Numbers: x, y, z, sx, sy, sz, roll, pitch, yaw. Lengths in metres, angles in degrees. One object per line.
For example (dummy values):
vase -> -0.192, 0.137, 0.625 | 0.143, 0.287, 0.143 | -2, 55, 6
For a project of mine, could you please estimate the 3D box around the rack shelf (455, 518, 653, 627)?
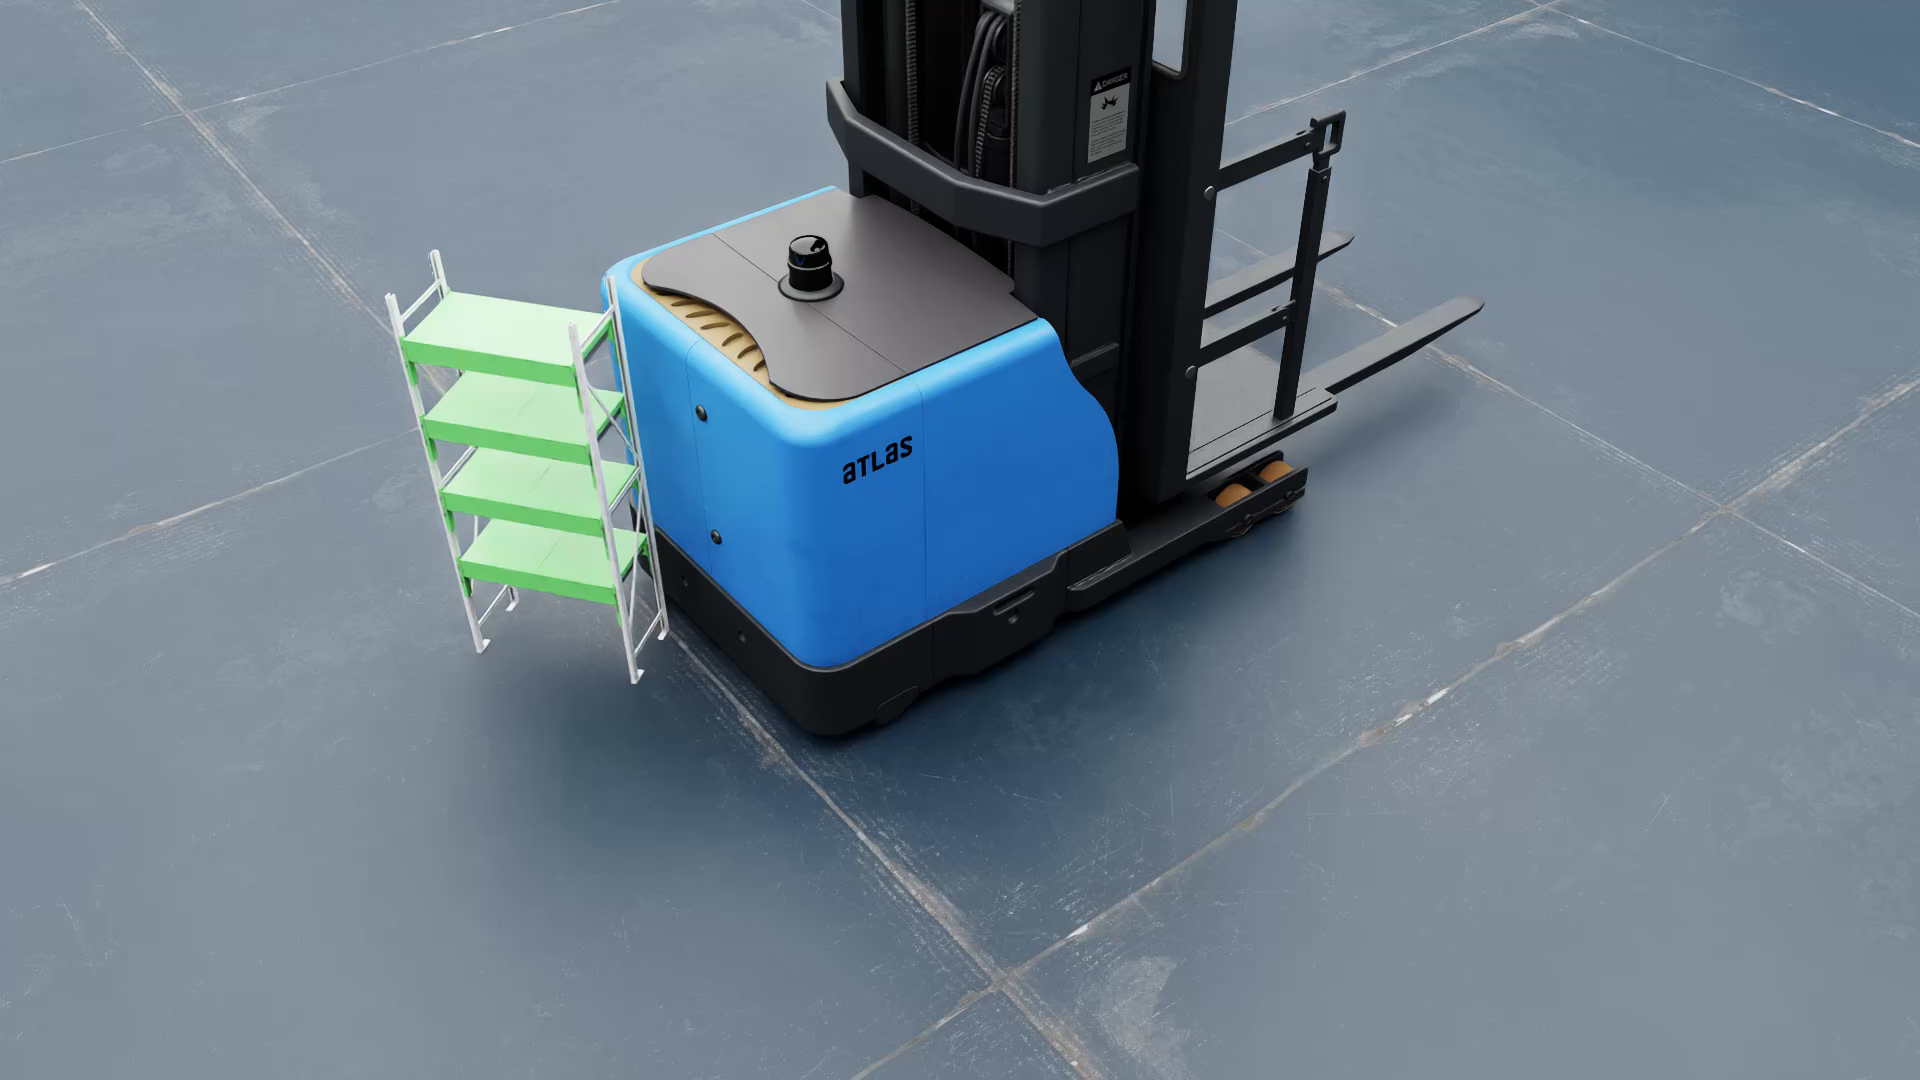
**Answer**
rack shelf -> -1.135, 0.068, 4.698 | 0.480, 0.148, 0.258 | 10, 41, 12

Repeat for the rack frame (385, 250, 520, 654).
rack frame -> -1.372, -0.206, 4.555 | 0.015, 1.200, 0.240 | 10, 41, 12

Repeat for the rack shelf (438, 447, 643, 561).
rack shelf -> -1.136, -0.117, 4.545 | 0.480, 0.148, 0.258 | 10, 41, 12

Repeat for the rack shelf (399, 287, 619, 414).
rack shelf -> -1.138, -0.487, 4.239 | 0.480, 0.148, 0.258 | 10, 41, 12

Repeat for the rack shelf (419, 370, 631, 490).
rack shelf -> -1.137, -0.302, 4.392 | 0.480, 0.148, 0.258 | 10, 41, 12

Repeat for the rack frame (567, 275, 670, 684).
rack frame -> -0.901, -0.126, 4.454 | 0.015, 1.200, 0.240 | 10, 41, 12

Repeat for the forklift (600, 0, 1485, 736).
forklift -> 0.487, -1.379, 4.621 | 3.031, 2.935, 1.130 | -27, 46, -29

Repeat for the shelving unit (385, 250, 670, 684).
shelving unit -> -1.136, -0.166, 4.504 | 0.503, 1.200, 0.258 | 10, 41, 12
